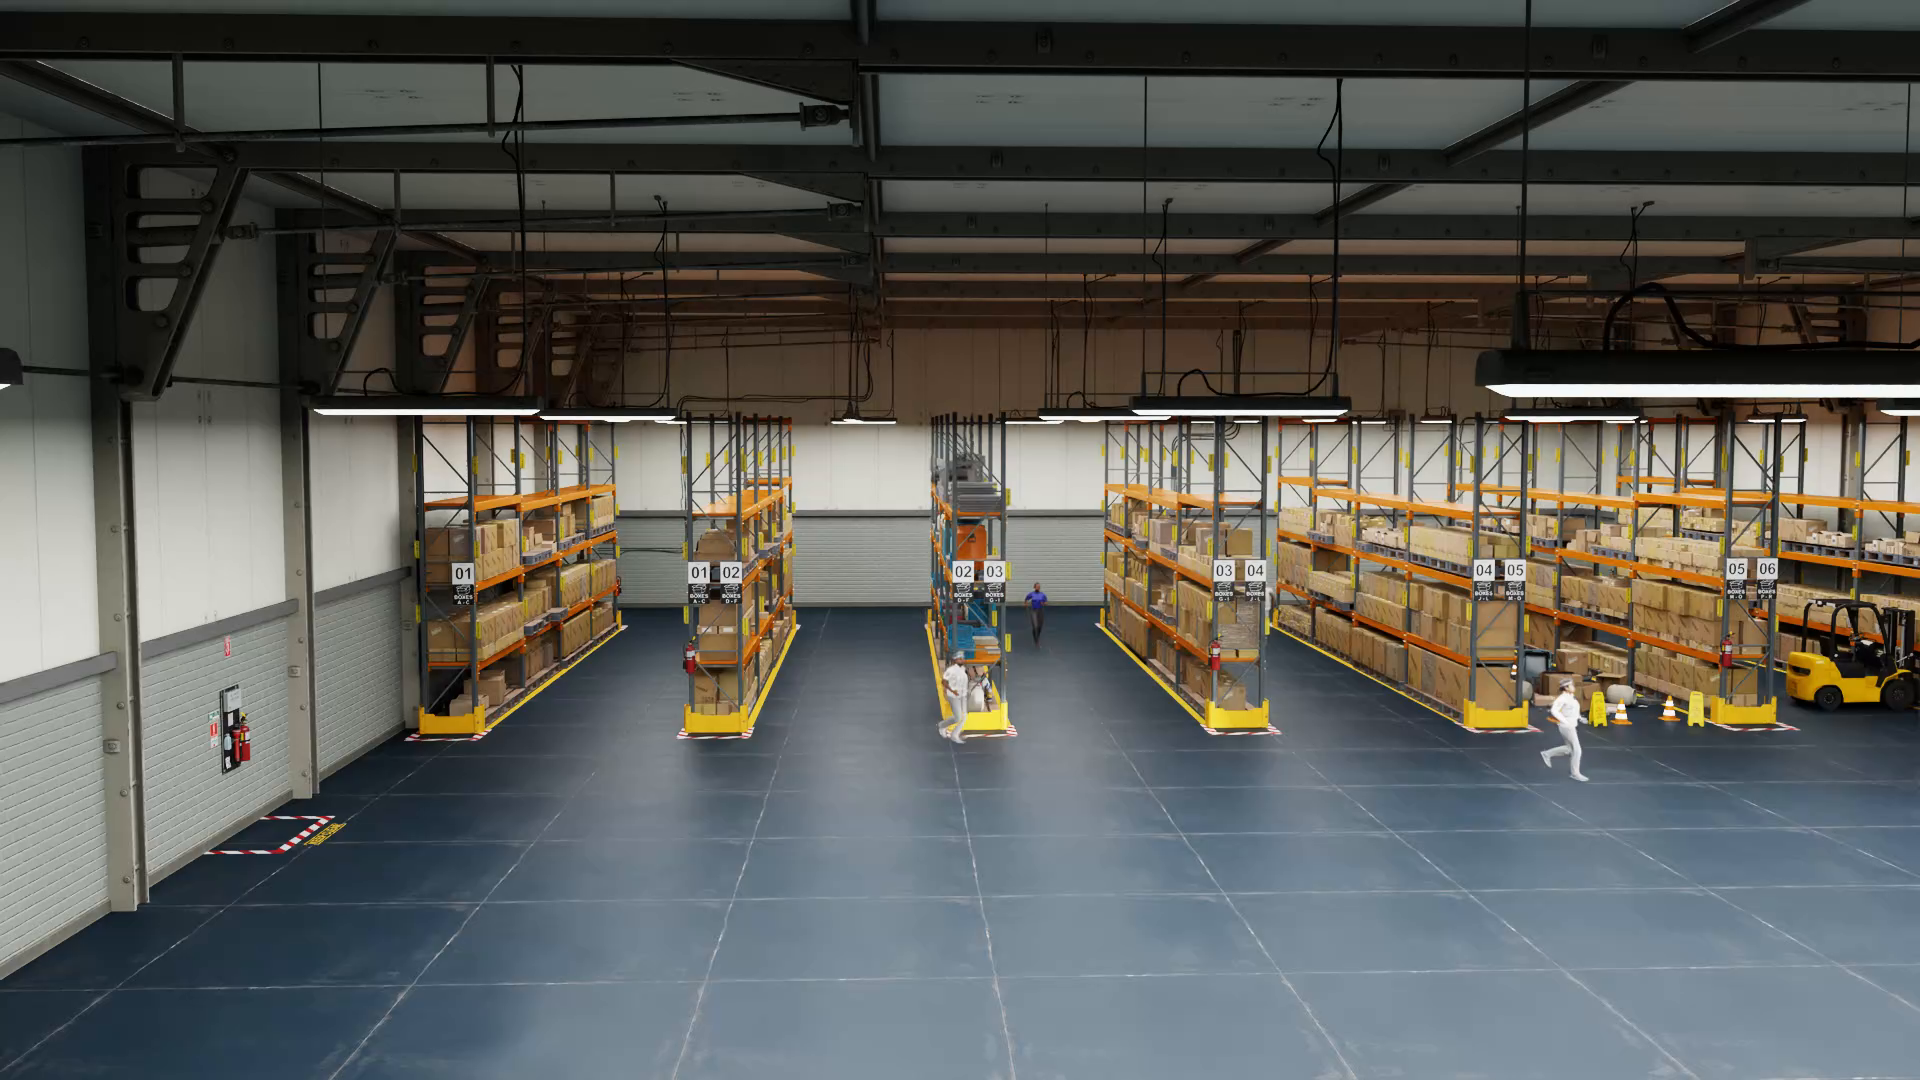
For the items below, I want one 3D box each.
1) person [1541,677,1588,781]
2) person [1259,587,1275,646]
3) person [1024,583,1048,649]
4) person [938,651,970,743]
[{"bbox_3d":[9.859,3.060,27.087,0.758,1.682,0.618,3,5,35],"label":"person"},{"bbox_3d":[7.952,1.873,43.817,0.697,1.813,0.730,0,4,6],"label":"person"},{"bbox_3d":[2.002,1.938,43.199,0.566,1.672,0.908,-1,4,-13],"label":"person"},{"bbox_3d":[-0.086,2.850,30.295,0.533,1.684,0.579,3,5,41],"label":"person"}]
